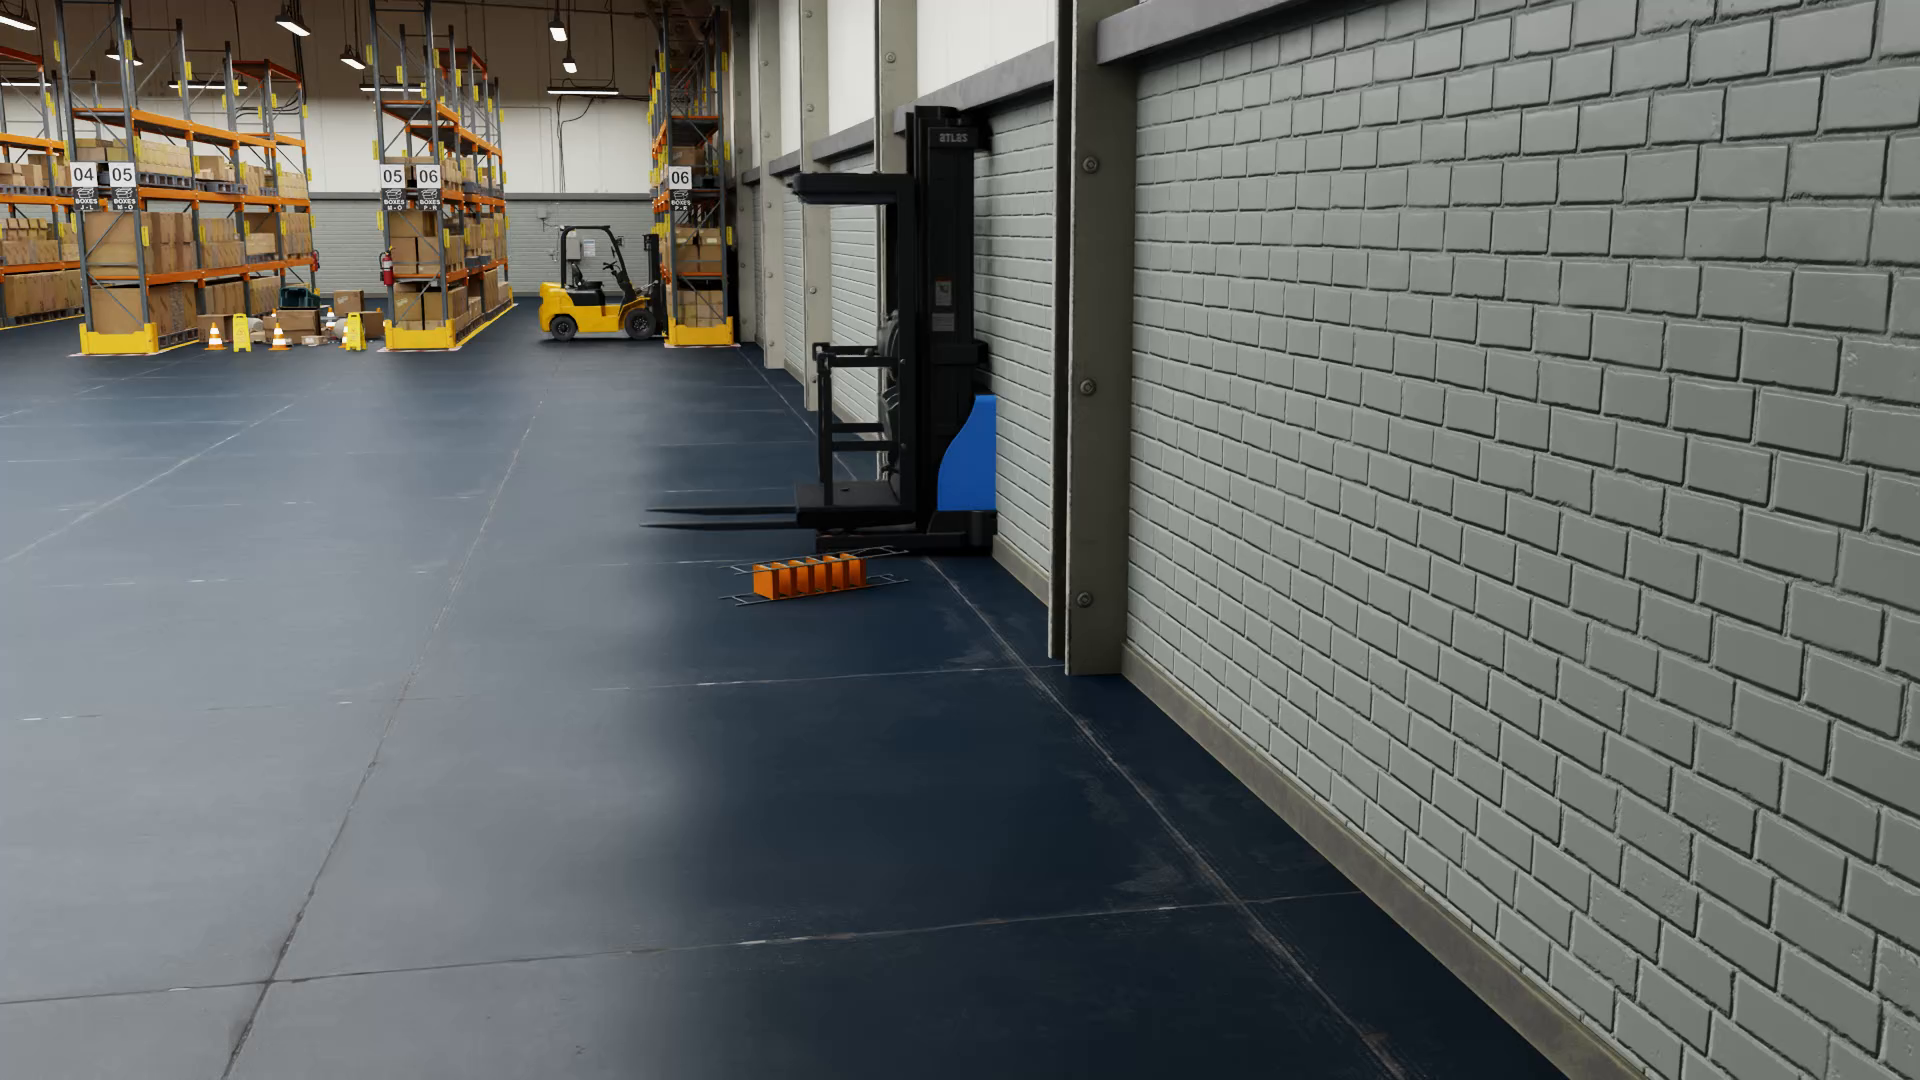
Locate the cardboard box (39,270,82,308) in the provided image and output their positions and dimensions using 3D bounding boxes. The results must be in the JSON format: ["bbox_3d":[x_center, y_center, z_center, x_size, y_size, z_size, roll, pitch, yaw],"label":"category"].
[{"bbox_3d":[-21.747,-6.034,39.938,0.875,0.875,0.875,-2,11,-11],"label":"cardboard box"}]

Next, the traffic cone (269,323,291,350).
[{"bbox_3d":[-12.014,-3.591,29.323,0.336,0.463,0.334,-2,11,-11],"label":"traffic cone"}]

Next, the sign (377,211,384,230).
[{"bbox_3d":[-10.190,-5.615,29.233,0.100,0.325,0.005,-2,11,-11],"label":"sign"}]

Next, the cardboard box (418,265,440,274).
[{"bbox_3d":[-9.505,-4.854,29.848,0.380,0.149,0.250,-2,11,-11],"label":"cardboard box"}]

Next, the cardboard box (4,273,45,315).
[{"bbox_3d":[-21.198,-5.468,36.962,1.225,0.875,0.875,-2,11,-11],"label":"cardboard box"}]

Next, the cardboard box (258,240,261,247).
[{"bbox_3d":[-16.239,-6.787,38.084,0.380,0.149,0.250,-2,11,-9],"label":"cardboard box"}]

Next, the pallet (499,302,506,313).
[{"bbox_3d":[-12.047,-5.881,42.029,1.003,0.211,1.213,-2,11,-11],"label":"pallet"}]

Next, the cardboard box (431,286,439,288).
[{"bbox_3d":[-10.570,-4.747,32.840,0.500,0.500,0.500,-2,11,-8],"label":"cardboard box"}]

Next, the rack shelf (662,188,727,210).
[{"bbox_3d":[-5.163,-6.576,32.124,1.077,0.370,4.000,-2,11,-11],"label":"rack shelf"}]

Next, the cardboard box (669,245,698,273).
[{"bbox_3d":[-5.127,-5.219,30.824,0.500,0.500,0.500,-2,11,-12],"label":"cardboard box"}]

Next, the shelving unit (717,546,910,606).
[{"bbox_3d":[-0.874,0.209,10.078,1.200,0.189,0.258,-7,13,-34],"label":"shelving unit"}]

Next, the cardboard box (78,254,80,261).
[{"bbox_3d":[-21.634,-6.882,40.506,0.380,0.149,0.250,-2,11,-12],"label":"cardboard box"}]

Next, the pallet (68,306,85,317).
[{"bbox_3d":[-21.768,-5.520,40.136,1.003,0.211,1.213,-2,11,-11],"label":"pallet"}]

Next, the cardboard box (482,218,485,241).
[{"bbox_3d":[-11.160,-7.105,38.062,0.500,0.500,0.500,-2,11,-11],"label":"cardboard box"}]

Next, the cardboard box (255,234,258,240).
[{"bbox_3d":[-16.191,-6.884,37.801,0.380,0.149,0.250,-2,11,-9],"label":"cardboard box"}]

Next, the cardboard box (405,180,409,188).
[{"bbox_3d":[-9.986,-6.313,29.491,0.380,0.149,0.250,-2,11,-11],"label":"cardboard box"}]

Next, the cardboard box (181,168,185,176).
[{"bbox_3d":[-14.770,-6.899,31.182,0.380,0.149,0.250,-2,11,-10],"label":"cardboard box"}]

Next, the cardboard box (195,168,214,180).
[{"bbox_3d":[-15.412,-7.456,33.796,0.396,0.266,0.258,-2,11,-11],"label":"cardboard box"}]

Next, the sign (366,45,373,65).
[{"bbox_3d":[-10.190,-8.375,28.708,0.100,0.325,0.005,-2,11,-11],"label":"sign"}]

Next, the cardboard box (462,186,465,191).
[{"bbox_3d":[-10.873,-7.620,35.412,0.797,0.503,0.637,-2,11,-11],"label":"cardboard box"}]

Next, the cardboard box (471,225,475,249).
[{"bbox_3d":[-10.411,-6.322,34.704,0.500,0.500,0.500,-2,11,-11],"label":"cardboard box"}]

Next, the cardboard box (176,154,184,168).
[{"bbox_3d":[-14.810,-7.070,31.014,0.500,0.250,0.500,-2,11,-11],"label":"cardboard box"}]

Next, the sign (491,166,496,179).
[{"bbox_3d":[-11.446,-9.012,40.776,0.100,0.325,0.005,-2,11,-11],"label":"sign"}]

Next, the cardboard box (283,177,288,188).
[{"bbox_3d":[-16.762,-8.744,40.656,0.500,0.250,0.500,-2,11,-11],"label":"cardboard box"}]

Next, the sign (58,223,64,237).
[{"bbox_3d":[-21.166,-7.299,39.140,0.100,0.325,0.005,-2,11,-11],"label":"sign"}]

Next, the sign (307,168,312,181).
[{"bbox_3d":[-17.042,-9.568,43.556,0.100,0.325,0.005,-2,11,-11],"label":"sign"}]

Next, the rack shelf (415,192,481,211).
[{"bbox_3d":[-10.809,-7.128,35.026,1.077,0.370,4.000,-2,11,-11],"label":"rack shelf"}]

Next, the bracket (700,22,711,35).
[{"bbox_3d":[-5.460,-10.976,35.669,0.235,0.232,0.430,-2,11,-11],"label":"bracket"}]

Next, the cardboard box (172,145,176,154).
[{"bbox_3d":[-14.674,-7.199,30.621,0.380,0.149,0.250,-2,11,-11],"label":"cardboard box"}]

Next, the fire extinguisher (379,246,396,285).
[{"bbox_3d":[-10.072,-4.832,29.267,0.296,0.674,0.183,-2,11,-11],"label":"fire extinguisher"}]

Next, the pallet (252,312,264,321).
[{"bbox_3d":[-16.184,-4.950,37.137,1.003,0.211,1.213,-2,11,-11],"label":"pallet"}]

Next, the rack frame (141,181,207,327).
[{"bbox_3d":[-15.256,-5.443,32.269,1.000,3.000,0.127,-2,11,-11],"label":"rack frame"}]

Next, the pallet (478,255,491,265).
[{"bbox_3d":[-10.955,-6.154,36.518,1.213,0.211,1.003,-2,11,-11],"label":"pallet"}]

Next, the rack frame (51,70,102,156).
[{"bbox_3d":[-22.475,-10.429,42.421,1.000,3.000,0.127,-2,11,-11],"label":"rack frame"}]

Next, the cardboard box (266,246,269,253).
[{"bbox_3d":[-16.394,-6.788,38.885,0.380,0.149,0.250,-3,11,-14],"label":"cardboard box"}]

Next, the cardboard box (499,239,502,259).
[{"bbox_3d":[-11.995,-7.437,42.480,0.500,0.500,0.500,-2,11,-11],"label":"cardboard box"}]

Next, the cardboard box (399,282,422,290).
[{"bbox_3d":[-10.286,-4.747,31.105,0.380,0.149,0.250,-2,11,-9],"label":"cardboard box"}]

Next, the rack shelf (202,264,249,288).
[{"bbox_3d":[-15.645,-5.456,34.264,1.077,0.370,4.000,-2,11,-11],"label":"rack shelf"}]

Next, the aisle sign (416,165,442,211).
[{"bbox_3d":[-9.326,-6.184,29.214,0.394,0.787,0.004,-2,11,-11],"label":"aisle sign"}]

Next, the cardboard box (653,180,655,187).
[{"bbox_3d":[-7.198,-8.592,40.073,0.380,0.149,0.250,-2,11,-10],"label":"cardboard box"}]

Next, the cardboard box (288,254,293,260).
[{"bbox_3d":[-16.804,-7.041,41.337,0.380,0.149,0.250,-2,11,-10],"label":"cardboard box"}]

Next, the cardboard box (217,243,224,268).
[{"bbox_3d":[-15.288,-5.782,33.787,0.500,0.500,0.500,-2,11,-11],"label":"cardboard box"}]

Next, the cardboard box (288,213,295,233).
[{"bbox_3d":[-16.844,-7.876,41.317,0.500,0.500,0.500,-2,11,-10],"label":"cardboard box"}]

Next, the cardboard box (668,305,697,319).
[{"bbox_3d":[-5.175,-4.268,30.990,0.500,0.250,0.500,-2,11,-12],"label":"cardboard box"}]

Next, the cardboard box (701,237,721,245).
[{"bbox_3d":[-4.585,-5.528,30.716,0.380,0.149,0.250,-2,11,-12],"label":"cardboard box"}]

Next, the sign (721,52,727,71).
[{"bbox_3d":[-4.228,-8.591,29.847,0.100,0.325,0.005,-2,11,-11],"label":"sign"}]

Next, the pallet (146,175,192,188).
[{"bbox_3d":[-15.107,-6.722,31.206,1.003,0.211,1.213,-2,11,-11],"label":"pallet"}]

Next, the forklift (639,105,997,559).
[{"bbox_3d":[-0.661,-1.412,11.277,3.031,2.935,1.130,-1,11,-7],"label":"forklift"}]

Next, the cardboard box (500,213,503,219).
[{"bbox_3d":[-12.282,-8.552,43.932,0.380,0.149,0.250,-2,11,-12],"label":"cardboard box"}]

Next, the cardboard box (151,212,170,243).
[{"bbox_3d":[-14.685,-5.588,29.743,0.875,0.550,0.550,-2,11,-11],"label":"cardboard box"}]

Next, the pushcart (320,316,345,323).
[{"bbox_3d":[-12.647,-4.261,33.074,1.648,0.377,0.936,-6,13,-31],"label":"pushcart"}]

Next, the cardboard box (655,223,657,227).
[{"bbox_3d":[-7.770,-8.096,43.809,0.500,0.500,0.500,-2,11,-10],"label":"cardboard box"}]

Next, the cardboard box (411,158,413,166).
[{"bbox_3d":[-10.076,-6.844,30.148,0.380,0.149,0.250,-2,11,-11],"label":"cardboard box"}]
